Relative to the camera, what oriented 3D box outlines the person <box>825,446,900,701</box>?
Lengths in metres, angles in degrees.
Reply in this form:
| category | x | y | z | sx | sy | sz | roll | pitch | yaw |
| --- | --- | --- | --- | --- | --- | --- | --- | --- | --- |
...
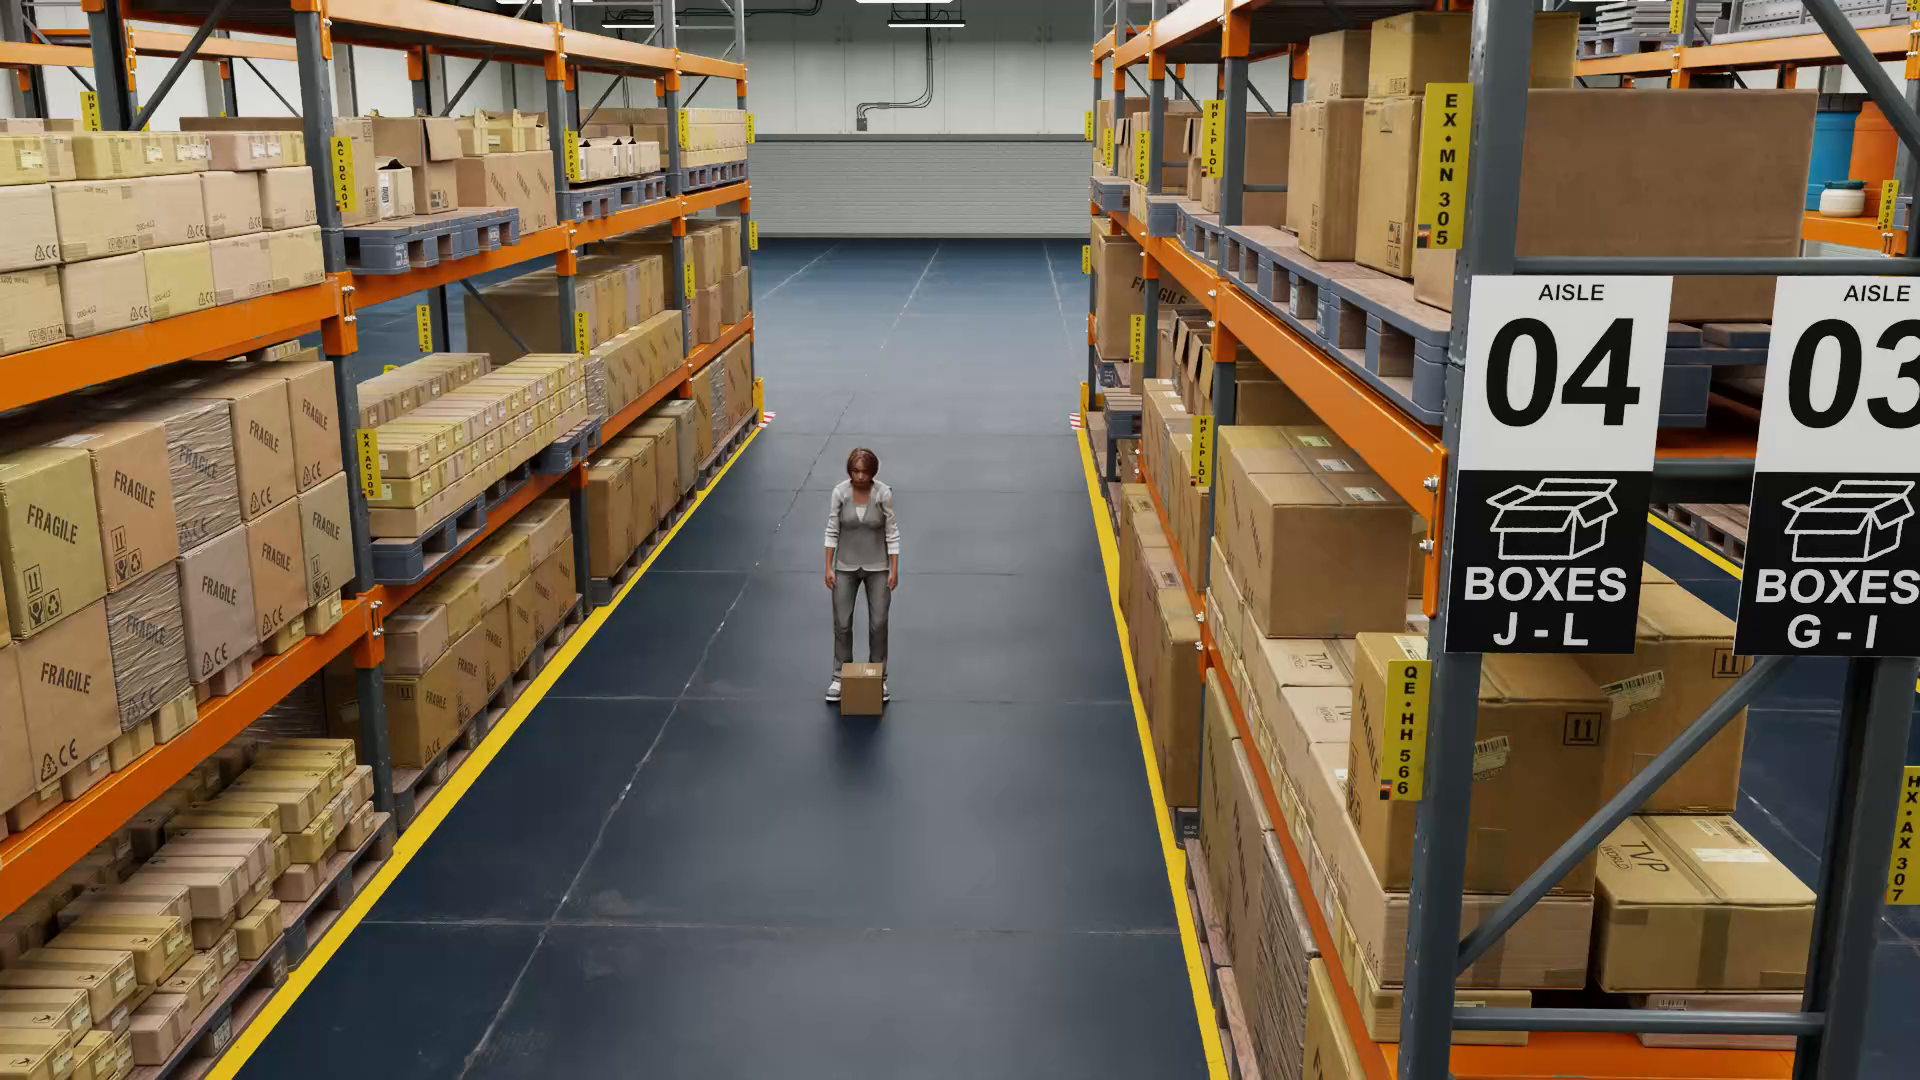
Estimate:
| category | x | y | z | sx | sy | sz | roll | pitch | yaw |
| --- | --- | --- | --- | --- | --- | --- | --- | --- | --- |
| person | -0.602 | 0.201 | 10.227 | 0.462 | 1.594 | 0.344 | 0 | 14 | 2 |
